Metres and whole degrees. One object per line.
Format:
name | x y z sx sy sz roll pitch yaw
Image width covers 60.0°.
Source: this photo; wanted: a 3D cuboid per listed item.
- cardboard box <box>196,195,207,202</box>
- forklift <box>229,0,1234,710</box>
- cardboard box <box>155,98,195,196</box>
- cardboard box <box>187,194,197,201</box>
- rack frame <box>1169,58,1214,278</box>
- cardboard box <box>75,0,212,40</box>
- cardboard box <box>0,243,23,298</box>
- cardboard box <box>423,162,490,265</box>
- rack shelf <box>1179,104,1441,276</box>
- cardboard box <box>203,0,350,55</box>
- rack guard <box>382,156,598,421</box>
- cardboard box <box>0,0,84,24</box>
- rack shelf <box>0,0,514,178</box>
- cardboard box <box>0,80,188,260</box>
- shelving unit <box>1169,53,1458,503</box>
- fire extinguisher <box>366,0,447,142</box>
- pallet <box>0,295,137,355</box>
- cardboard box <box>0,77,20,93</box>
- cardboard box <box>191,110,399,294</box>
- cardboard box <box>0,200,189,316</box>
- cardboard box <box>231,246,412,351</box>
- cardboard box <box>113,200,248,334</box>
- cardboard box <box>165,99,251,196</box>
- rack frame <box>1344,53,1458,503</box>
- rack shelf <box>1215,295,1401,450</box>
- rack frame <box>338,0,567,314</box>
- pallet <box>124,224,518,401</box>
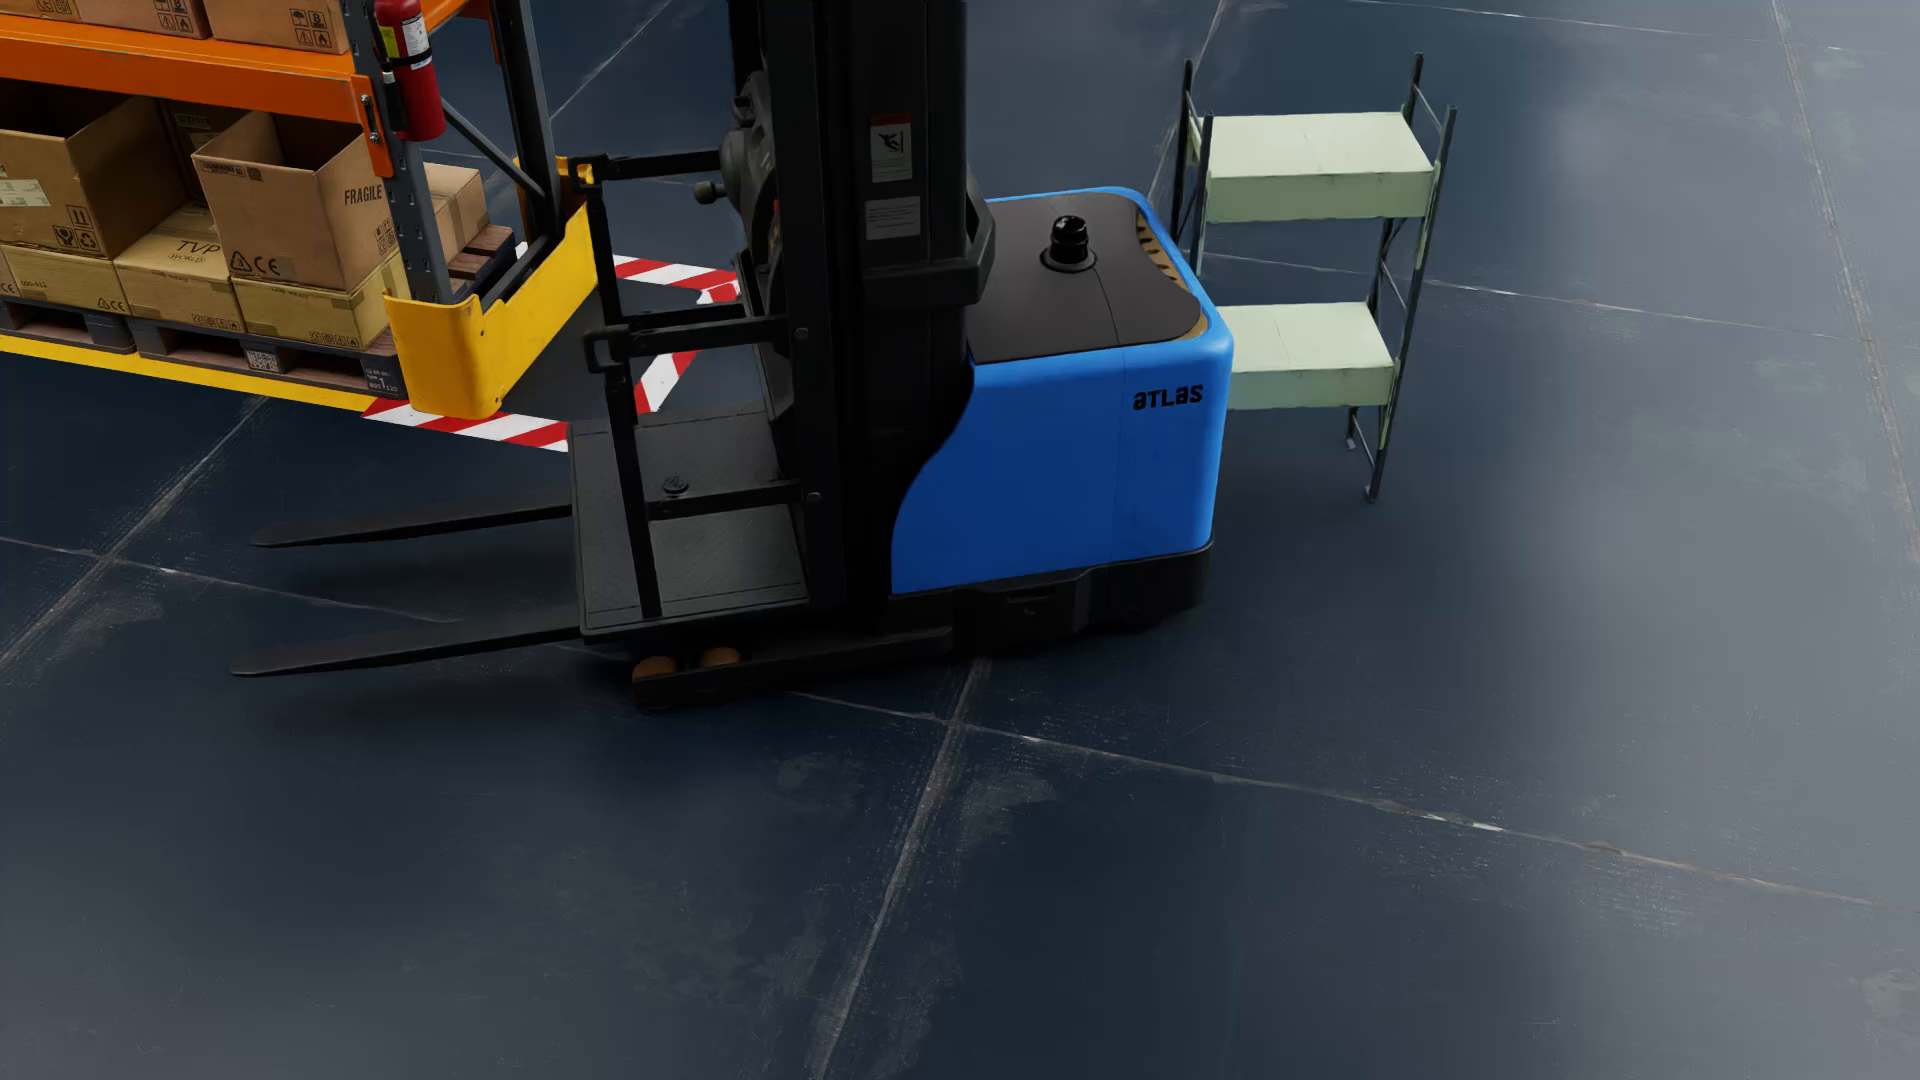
cardboard box | -2.771 -1.402 6.899 0.500 0.250 0.500 10 41 11
forklift | -0.760 -0.974 4.631 3.031 2.935 1.130 -8 41 -10
cardboard box | -3.256 -1.765 6.748 0.500 0.500 0.500 10 41 11
cardboard box | -3.253 -1.485 6.998 0.500 0.250 0.500 10 41 11
rack frame | 0.727 -0.808 5.546 0.023 1.500 0.400 -2 40 -3
cardboard box | -2.782 -2.194 5.952 0.500 0.500 0.700 11 41 13
cardboard box | -3.873 -1.241 6.707 0.500 0.250 0.500 10 41 11
cardboard box | -2.287 -1.321 6.802 0.500 0.250 0.500 10 41 11
rack shelf | 1.092 -1.121 5.311 0.720 0.370 0.431 -2 40 -3
cardboard box | -2.274 -2.110 5.852 0.500 0.500 0.700 10 41 11
rack guard | -1.803 -1.025 6.582 0.348 0.500 1.175 10 41 11
cardboard box | -3.260 -2.280 6.055 0.500 0.500 0.700 10 41 12
rack shelf | -3.758 -2.043 6.410 4.000 0.370 1.077 10 41 11
cardboard box | -3.391 -1.442 6.364 0.500 0.500 0.500 10 41 11
shelving unit | 1.092 -0.822 5.562 0.755 1.500 0.431 -2 40 -3
fire extinguisher | -1.832 -1.648 5.440 0.183 0.674 0.296 10 41 11
pallet | -3.750 -1.223 7.043 1.213 0.211 1.003 10 41 11
cardboard box | -3.874 -1.526 6.463 0.500 0.500 0.500 10 41 11
cardboard box | -2.421 -1.285 6.176 0.500 0.500 0.500 10 41 11
cardboard box | -3.390 -1.157 6.607 0.500 0.250 0.500 10 41 11
cardboard box | -2.420 -0.999 6.419 0.500 0.250 0.500 10 41 11
cardboard box | -2.907 -1.075 6.509 0.500 0.250 0.500 10 41 11
cardboard box | -2.770 -1.690 6.659 0.500 0.500 0.500 10 41 11
rack frame | 1.458 -0.836 5.579 0.023 1.500 0.400 -2 40 -3
rack shelf | 1.092 -0.572 5.772 0.720 0.370 0.431 -2 40 -3
rack frame | -1.826 -1.986 5.782 0.127 3.000 1.000 10 41 11
pallet | -2.576 -1.019 6.799 1.213 0.211 1.003 10 41 11
